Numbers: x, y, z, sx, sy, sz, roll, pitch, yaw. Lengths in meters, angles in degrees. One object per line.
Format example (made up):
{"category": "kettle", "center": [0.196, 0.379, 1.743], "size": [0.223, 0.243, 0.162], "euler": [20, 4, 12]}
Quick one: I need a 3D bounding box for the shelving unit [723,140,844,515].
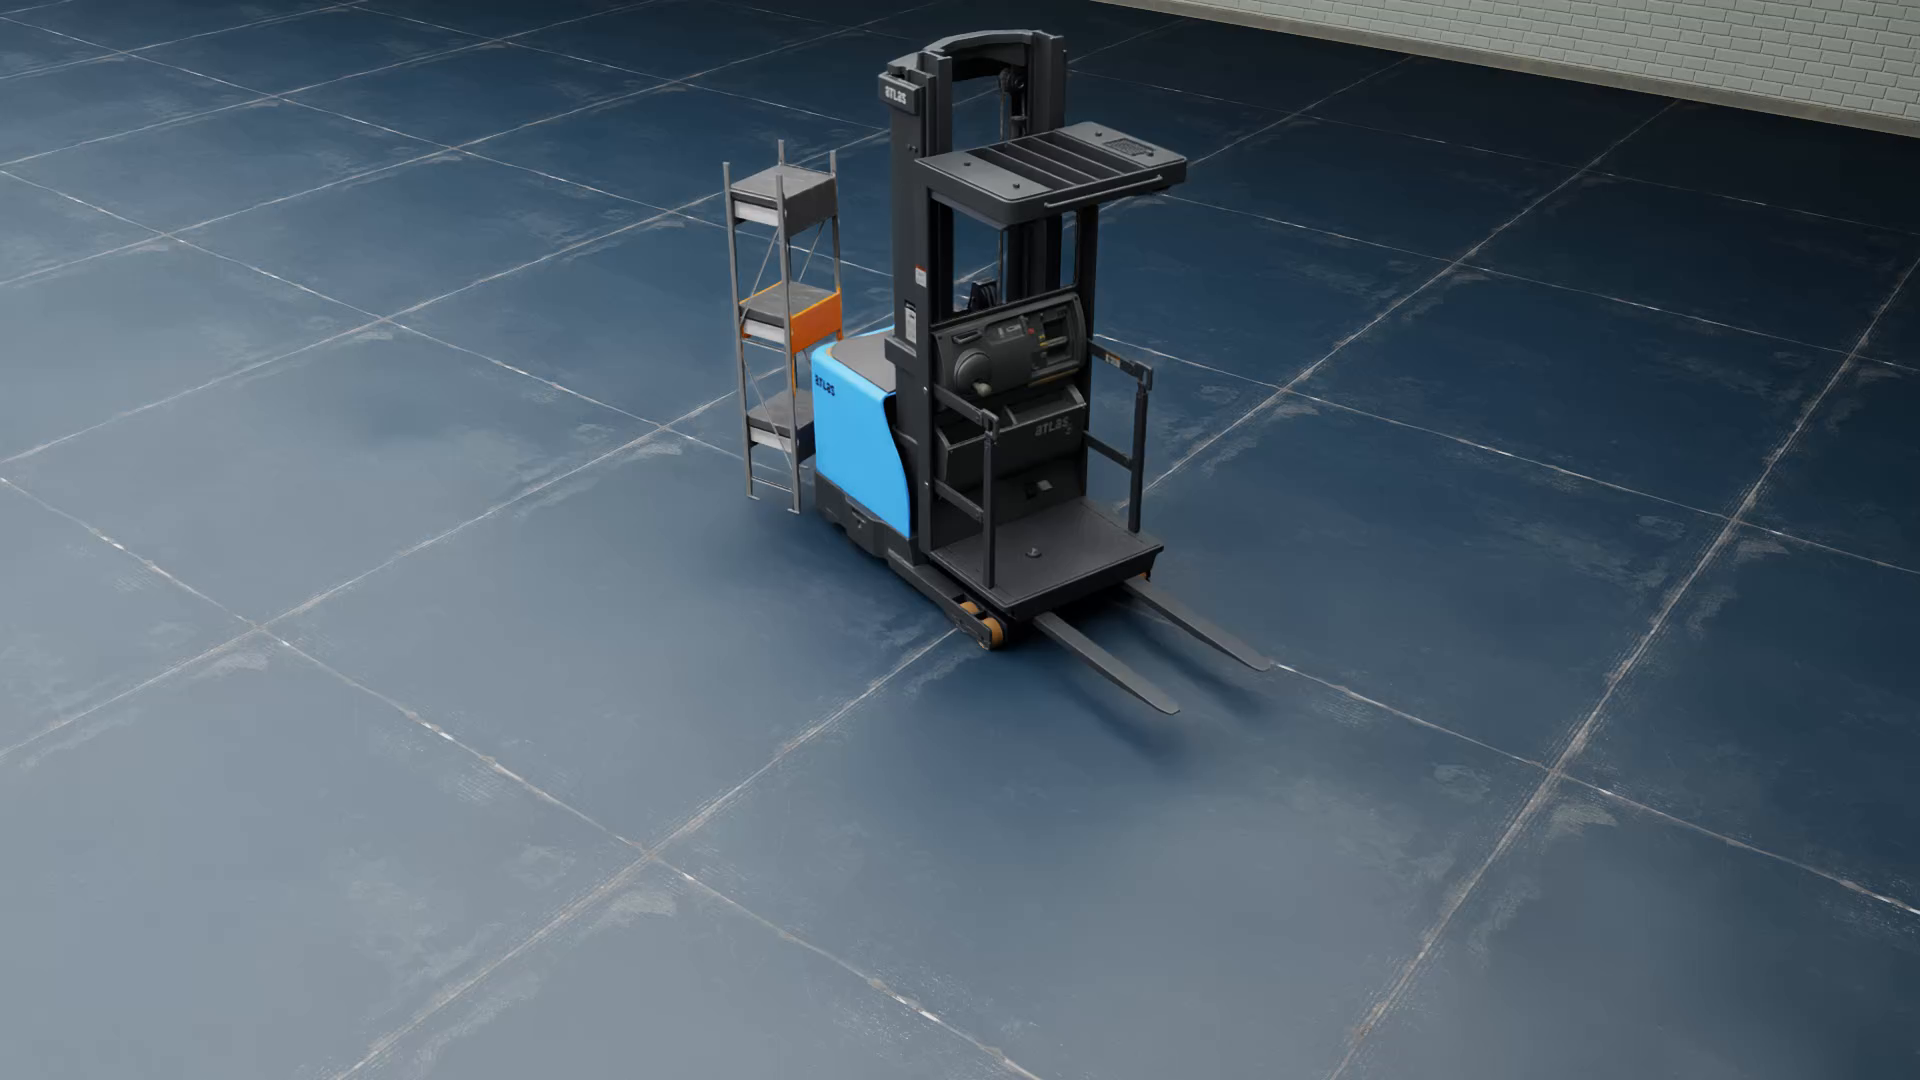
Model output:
{"category": "shelving unit", "center": [-0.998, -1.218, 9.745], "size": [0.431, 2.100, 0.503], "euler": [18, 35, 28]}

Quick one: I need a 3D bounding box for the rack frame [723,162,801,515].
{"category": "rack frame", "center": [-1.130, -1.114, 9.568], "size": [0.400, 2.100, 0.015], "euler": [18, 35, 28]}

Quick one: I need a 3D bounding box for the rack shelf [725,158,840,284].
{"category": "rack shelf", "center": [-0.997, -1.809, 9.396], "size": [0.431, 0.518, 0.480], "euler": [18, 35, 28]}

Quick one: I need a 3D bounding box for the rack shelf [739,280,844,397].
{"category": "rack shelf", "center": [-0.998, -1.206, 9.751], "size": [0.431, 0.518, 0.480], "euler": [18, 35, 28]}

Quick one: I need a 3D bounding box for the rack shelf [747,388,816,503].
{"category": "rack shelf", "center": [-0.999, -0.603, 10.107], "size": [0.431, 0.518, 0.480], "euler": [18, 35, 28]}

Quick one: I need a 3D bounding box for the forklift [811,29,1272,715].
{"category": "forklift", "center": [0.397, -0.965, 8.504], "size": [1.130, 2.935, 3.031], "euler": [-20, 36, -30]}

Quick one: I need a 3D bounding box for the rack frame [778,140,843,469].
{"category": "rack frame", "center": [-0.866, -1.322, 9.921], "size": [0.400, 2.100, 0.015], "euler": [18, 35, 28]}
